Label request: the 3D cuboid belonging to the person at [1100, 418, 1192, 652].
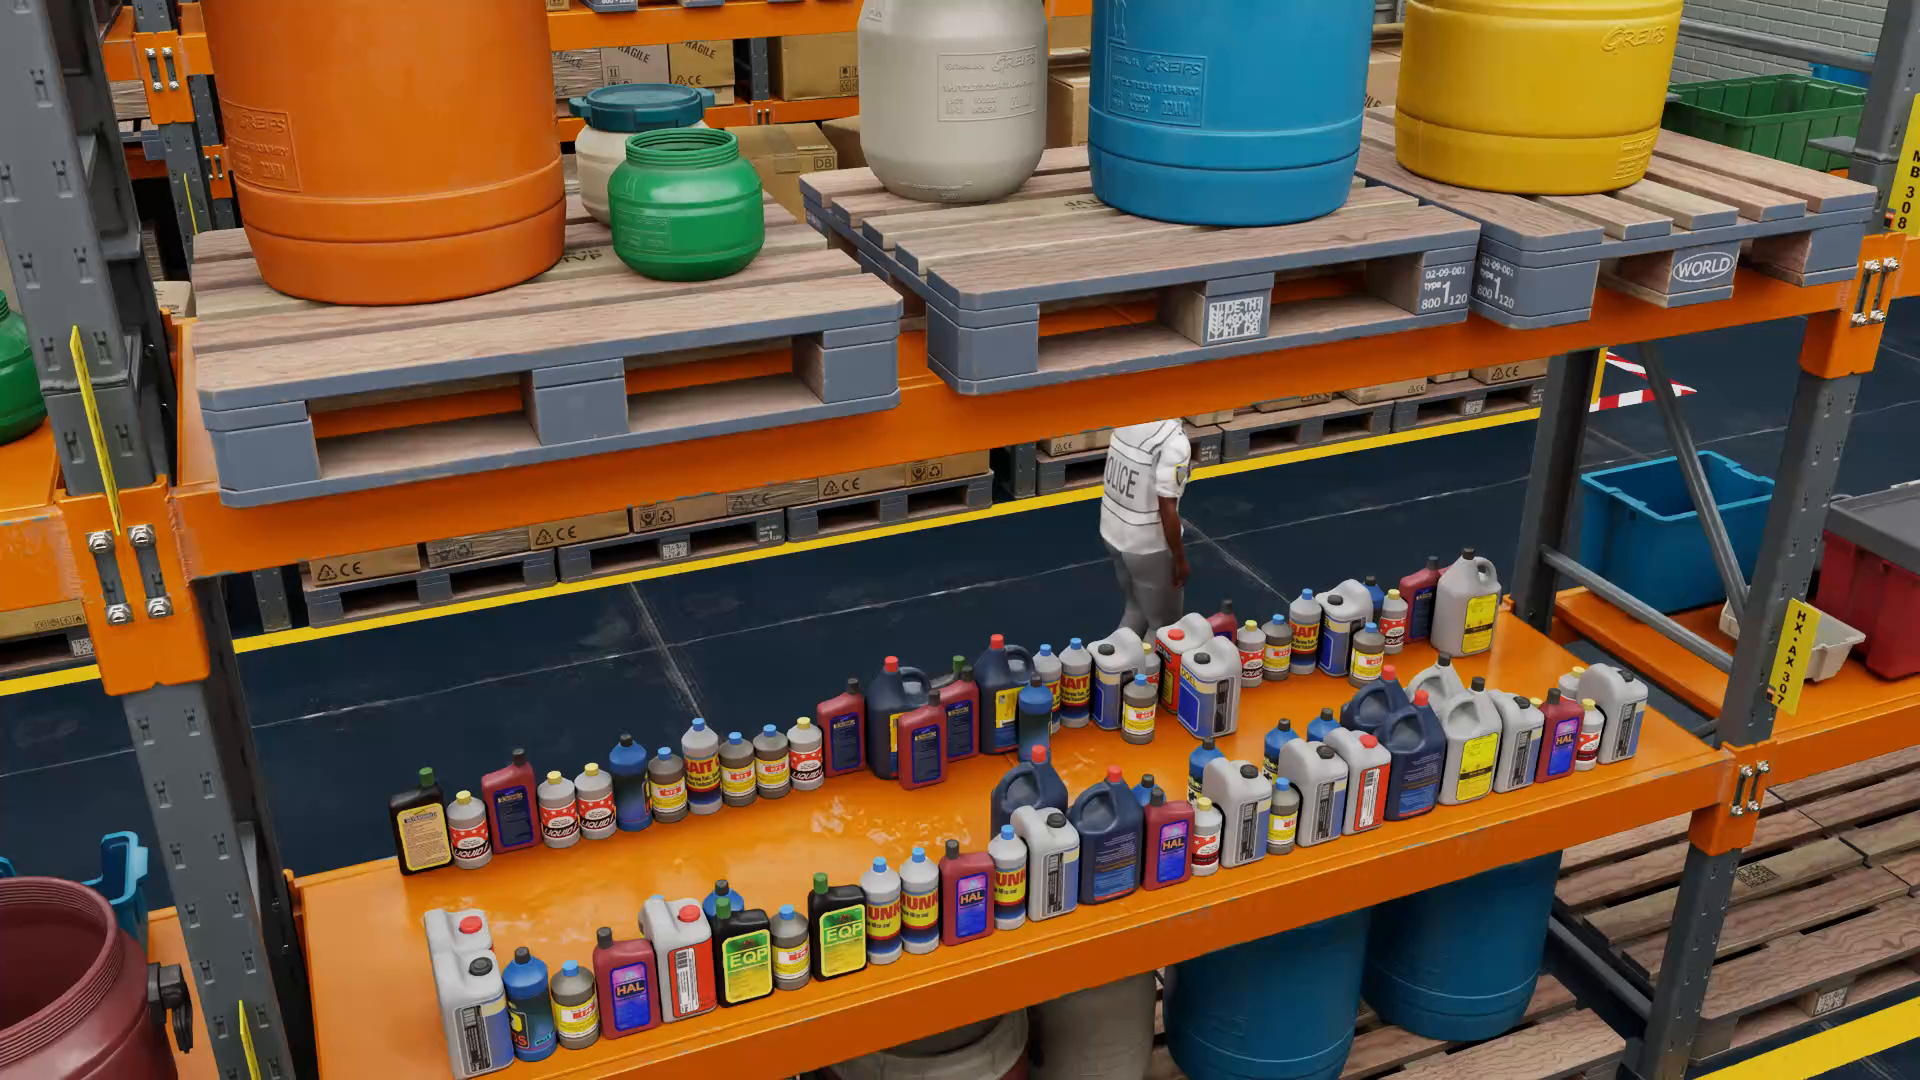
[{"bbox_3d":[0.825,0.008,7.099,0.416,1.657,0.512,-11,28,-21],"label":"person"}]
